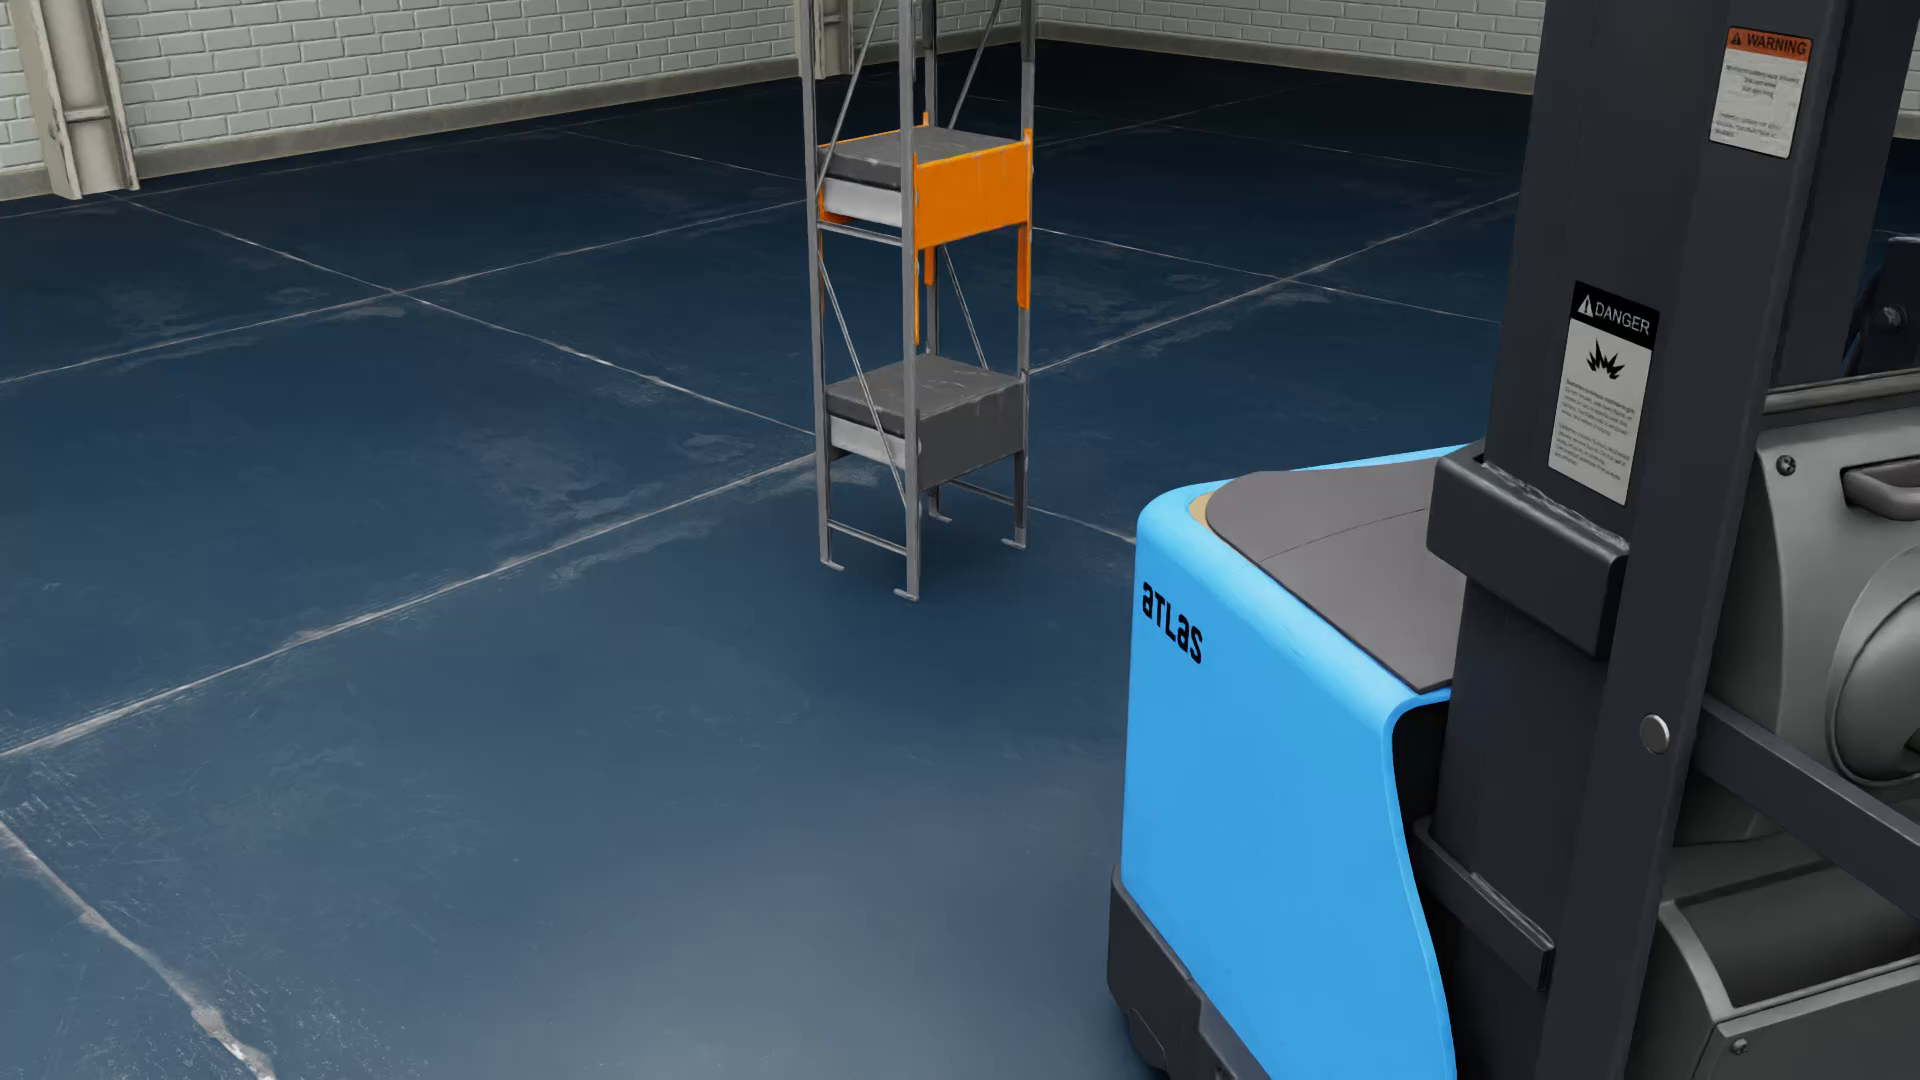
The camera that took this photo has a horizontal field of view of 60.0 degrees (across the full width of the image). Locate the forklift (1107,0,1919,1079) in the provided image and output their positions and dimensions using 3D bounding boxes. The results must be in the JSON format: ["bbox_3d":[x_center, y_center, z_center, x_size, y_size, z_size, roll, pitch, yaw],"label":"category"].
[{"bbox_3d":[1.274,0.054,1.548,1.130,2.935,3.031,-9,26,-19],"label":"forklift"}]

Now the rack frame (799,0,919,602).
[{"bbox_3d":[-0.273,-0.833,4.542,0.400,2.100,0.015,20,31,38],"label":"rack frame"}]

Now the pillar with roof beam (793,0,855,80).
[{"bbox_3d":[2.079,-6.834,9.492,9.100,9.000,0.400,20,31,38],"label":"pillar with roof beam"}]

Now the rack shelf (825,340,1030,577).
[{"bbox_3d":[-0.110,-0.256,5.000,0.431,0.518,0.480,20,31,38],"label":"rack shelf"}]

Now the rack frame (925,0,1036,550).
[{"bbox_3d":[0.052,-0.982,4.874,0.400,2.100,0.015,20,31,38],"label":"rack frame"}]

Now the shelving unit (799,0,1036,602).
[{"bbox_3d":[-0.110,-0.908,4.708,0.431,2.100,0.503,20,31,38],"label":"shelving unit"}]

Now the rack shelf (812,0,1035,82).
[{"bbox_3d":[-0.110,-1.534,4.427,0.431,0.518,0.480,20,31,38],"label":"rack shelf"}]

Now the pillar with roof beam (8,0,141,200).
[{"bbox_3d":[-1.925,-5.006,5.415,9.100,9.000,0.400,20,31,38],"label":"pillar with roof beam"}]

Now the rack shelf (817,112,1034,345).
[{"bbox_3d":[-0.110,-0.895,4.714,0.431,0.518,0.480,20,31,38],"label":"rack shelf"}]
